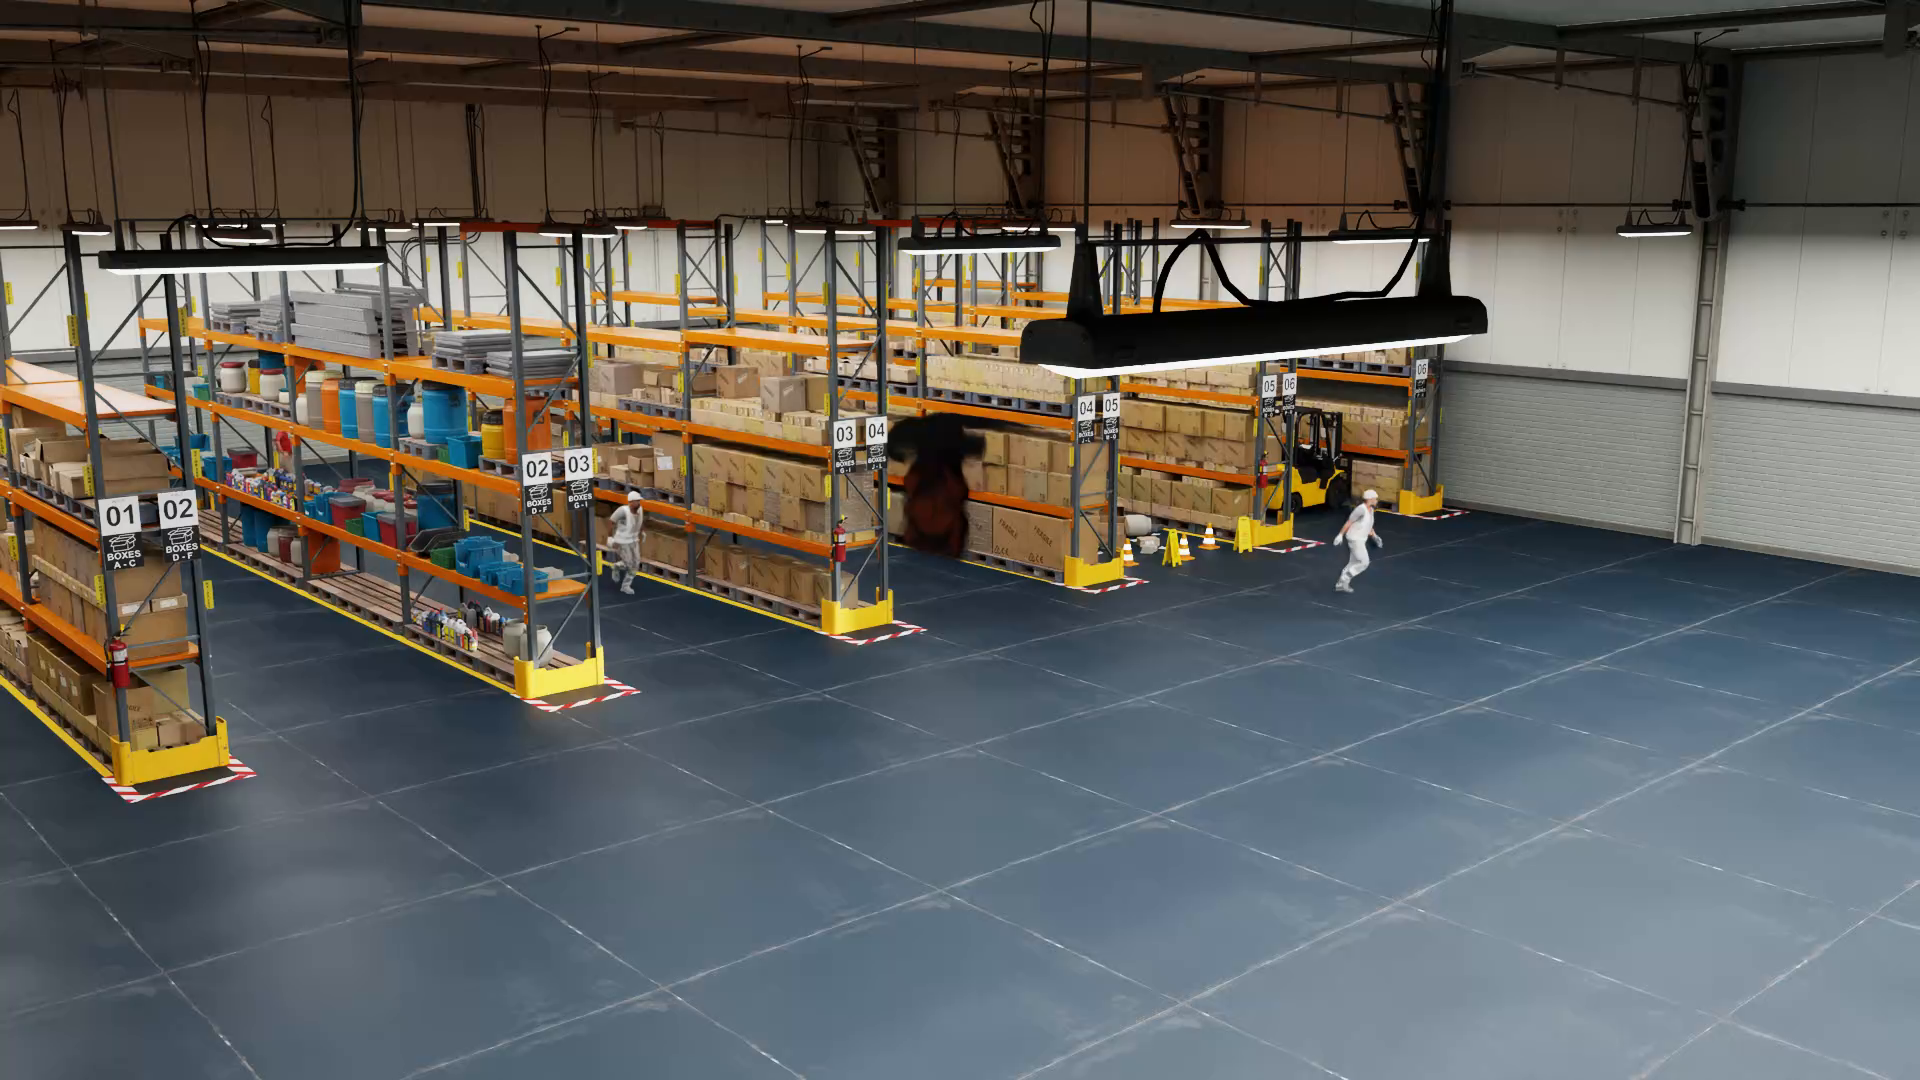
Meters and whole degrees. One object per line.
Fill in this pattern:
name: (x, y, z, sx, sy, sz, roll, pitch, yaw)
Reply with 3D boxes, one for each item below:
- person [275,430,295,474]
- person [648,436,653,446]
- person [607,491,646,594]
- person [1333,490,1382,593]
person: (-14.819, -1.798, 36.502, 0.535, 1.668, 0.666, -6, 13, -29)
person: (-7.397, -2.712, 41.157, 0.921, 1.649, 0.609, 2, 12, 10)
person: (-5.504, 0.026, 27.450, 0.710, 1.704, 0.688, 8, 14, 33)
person: (6.561, 0.018, 27.371, 0.690, 1.723, 0.641, 6, 13, 29)
